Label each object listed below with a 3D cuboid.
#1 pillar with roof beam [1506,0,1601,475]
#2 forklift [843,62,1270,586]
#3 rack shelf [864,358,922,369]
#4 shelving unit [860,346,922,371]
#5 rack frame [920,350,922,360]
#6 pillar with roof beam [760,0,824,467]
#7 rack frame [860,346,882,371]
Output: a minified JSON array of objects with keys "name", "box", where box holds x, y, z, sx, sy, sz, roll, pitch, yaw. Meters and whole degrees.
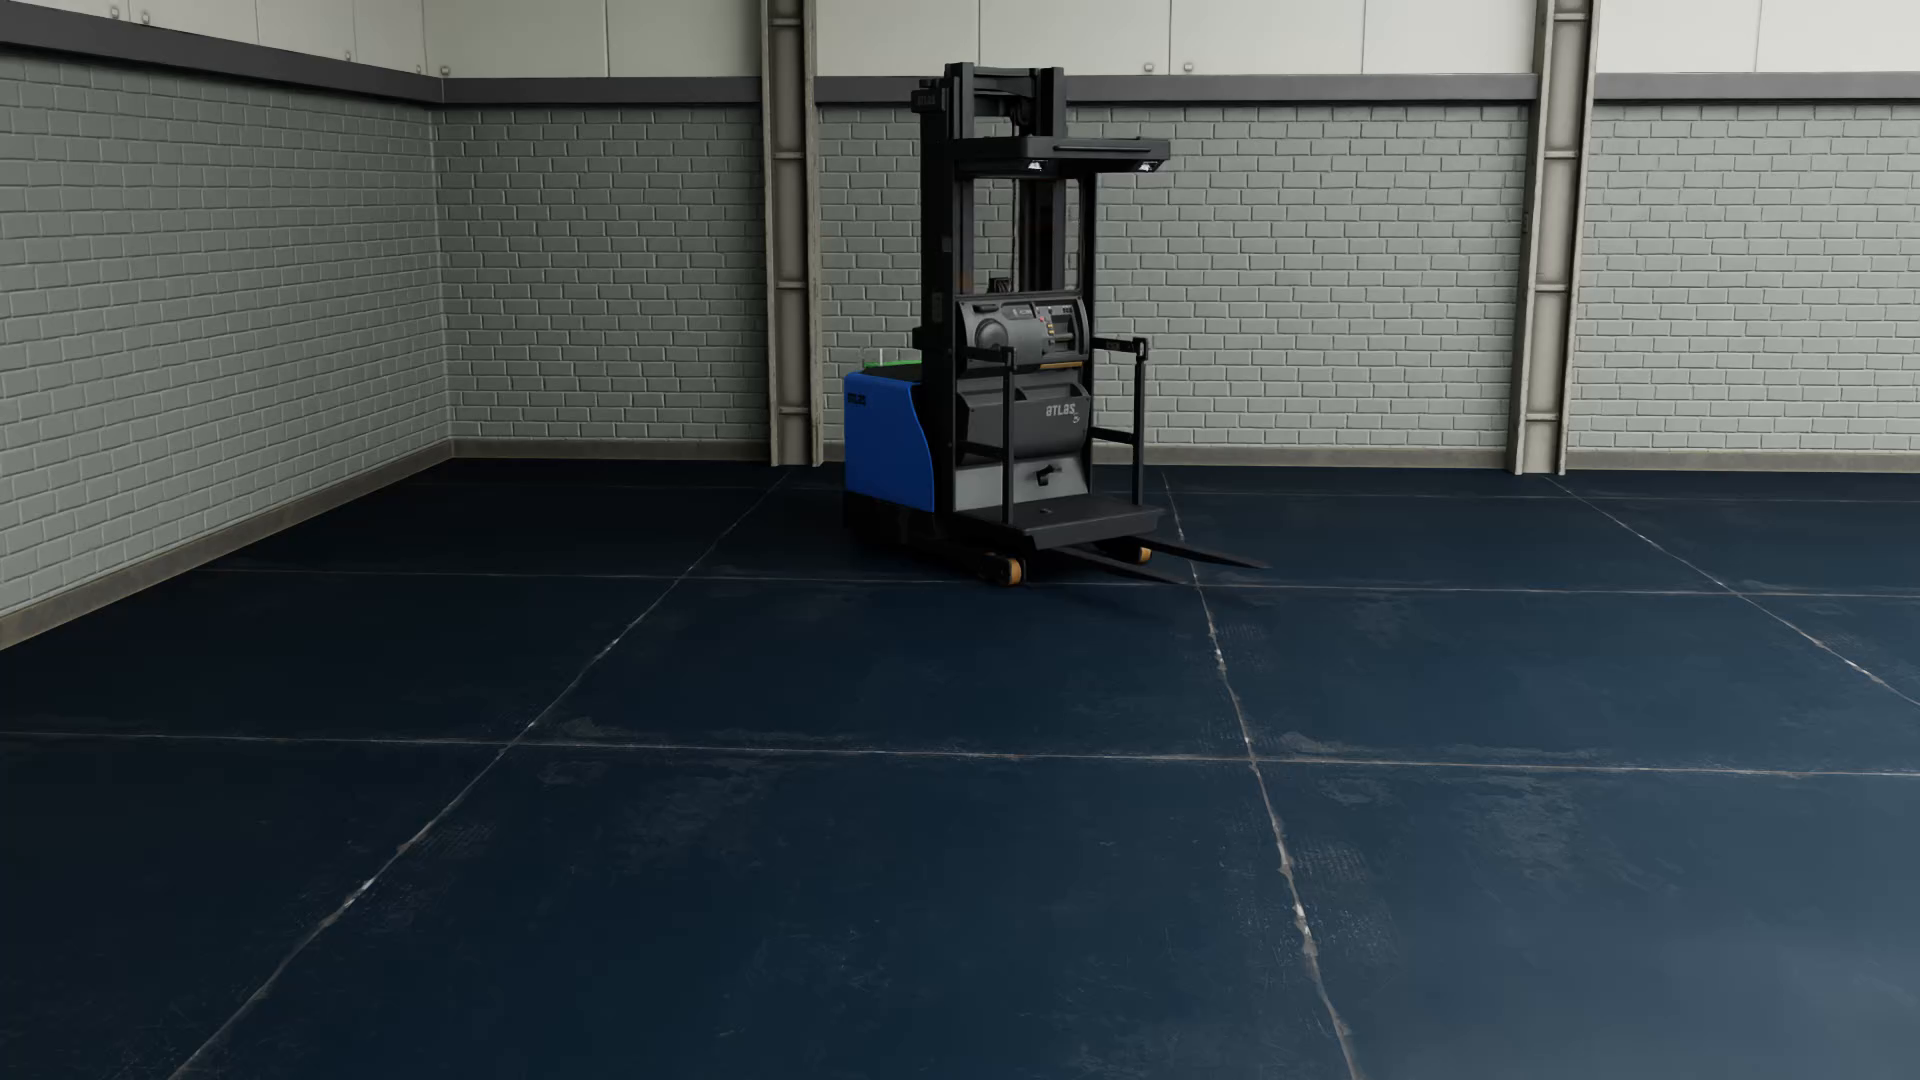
[{"name":"pillar with roof beam","box":[4.349,-4.079,8.287,0.400,9.000,9.100,1,12,4]},{"name":"forklift","box":[0.514,-1.282,9.738,1.130,2.935,3.031,-9,15,-35]},{"name":"rack shelf","box":[-0.392,-1.128,11.198,0.480,0.148,0.258,-9,15,-35]},{"name":"shelving unit","box":[-0.392,-0.721,11.283,0.503,1.200,0.258,-9,15,-35]},{"name":"rack frame","box":[-0.195,-0.750,11.425,0.015,1.200,0.240,-9,15,-35]},{"name":"pillar with roof beam","box":[-1.637,-4.161,8.680,0.400,9.000,9.100,1,12,4]},{"name":"rack frame","box":[-0.589,-0.691,11.142,0.015,1.200,0.240,-9,15,-35]}]
